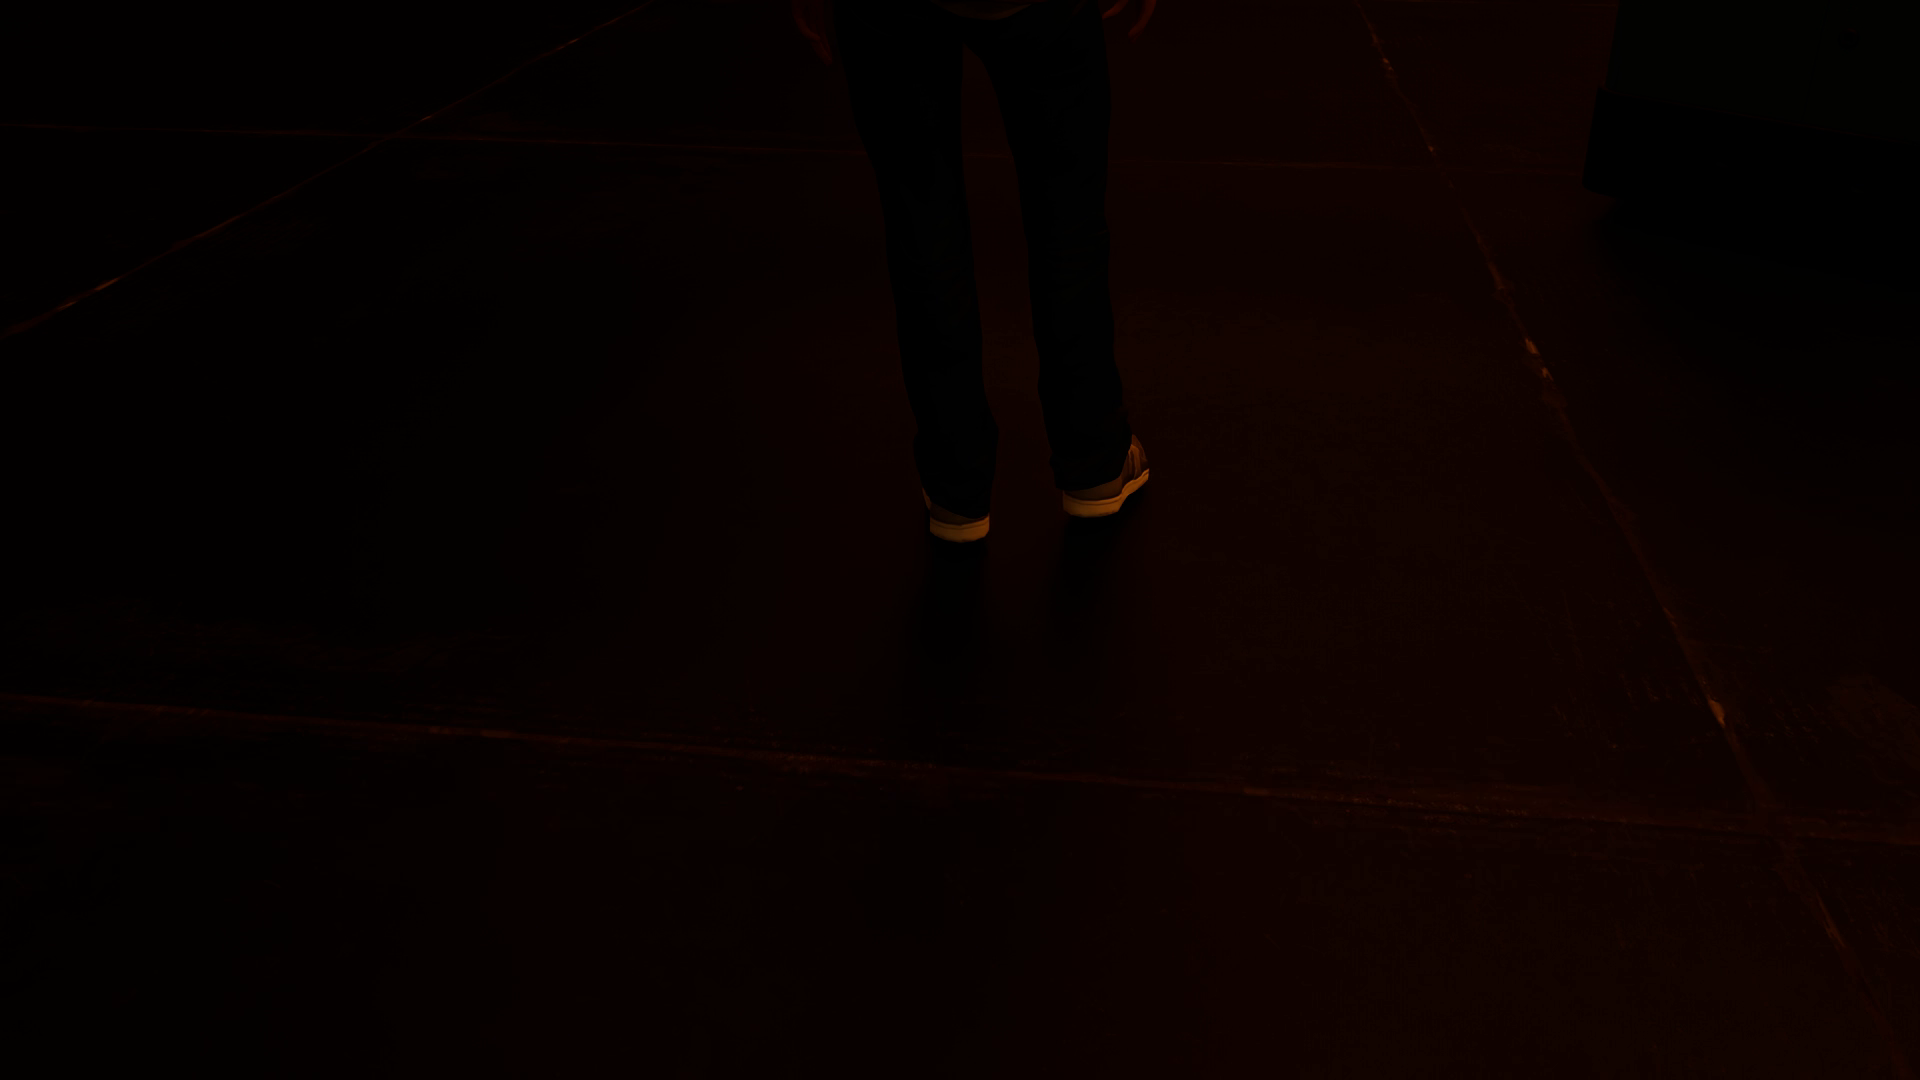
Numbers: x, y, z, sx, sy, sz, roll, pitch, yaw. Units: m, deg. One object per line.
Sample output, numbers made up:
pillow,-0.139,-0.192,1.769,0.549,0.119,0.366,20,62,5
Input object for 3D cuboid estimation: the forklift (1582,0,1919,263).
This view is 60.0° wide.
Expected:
forklift,2.974,-2.374,3.976,3.031,2.935,1.130,-21,33,-36

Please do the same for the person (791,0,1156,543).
person,0.024,-0.753,2.204,0.520,1.597,0.476,3,27,7
